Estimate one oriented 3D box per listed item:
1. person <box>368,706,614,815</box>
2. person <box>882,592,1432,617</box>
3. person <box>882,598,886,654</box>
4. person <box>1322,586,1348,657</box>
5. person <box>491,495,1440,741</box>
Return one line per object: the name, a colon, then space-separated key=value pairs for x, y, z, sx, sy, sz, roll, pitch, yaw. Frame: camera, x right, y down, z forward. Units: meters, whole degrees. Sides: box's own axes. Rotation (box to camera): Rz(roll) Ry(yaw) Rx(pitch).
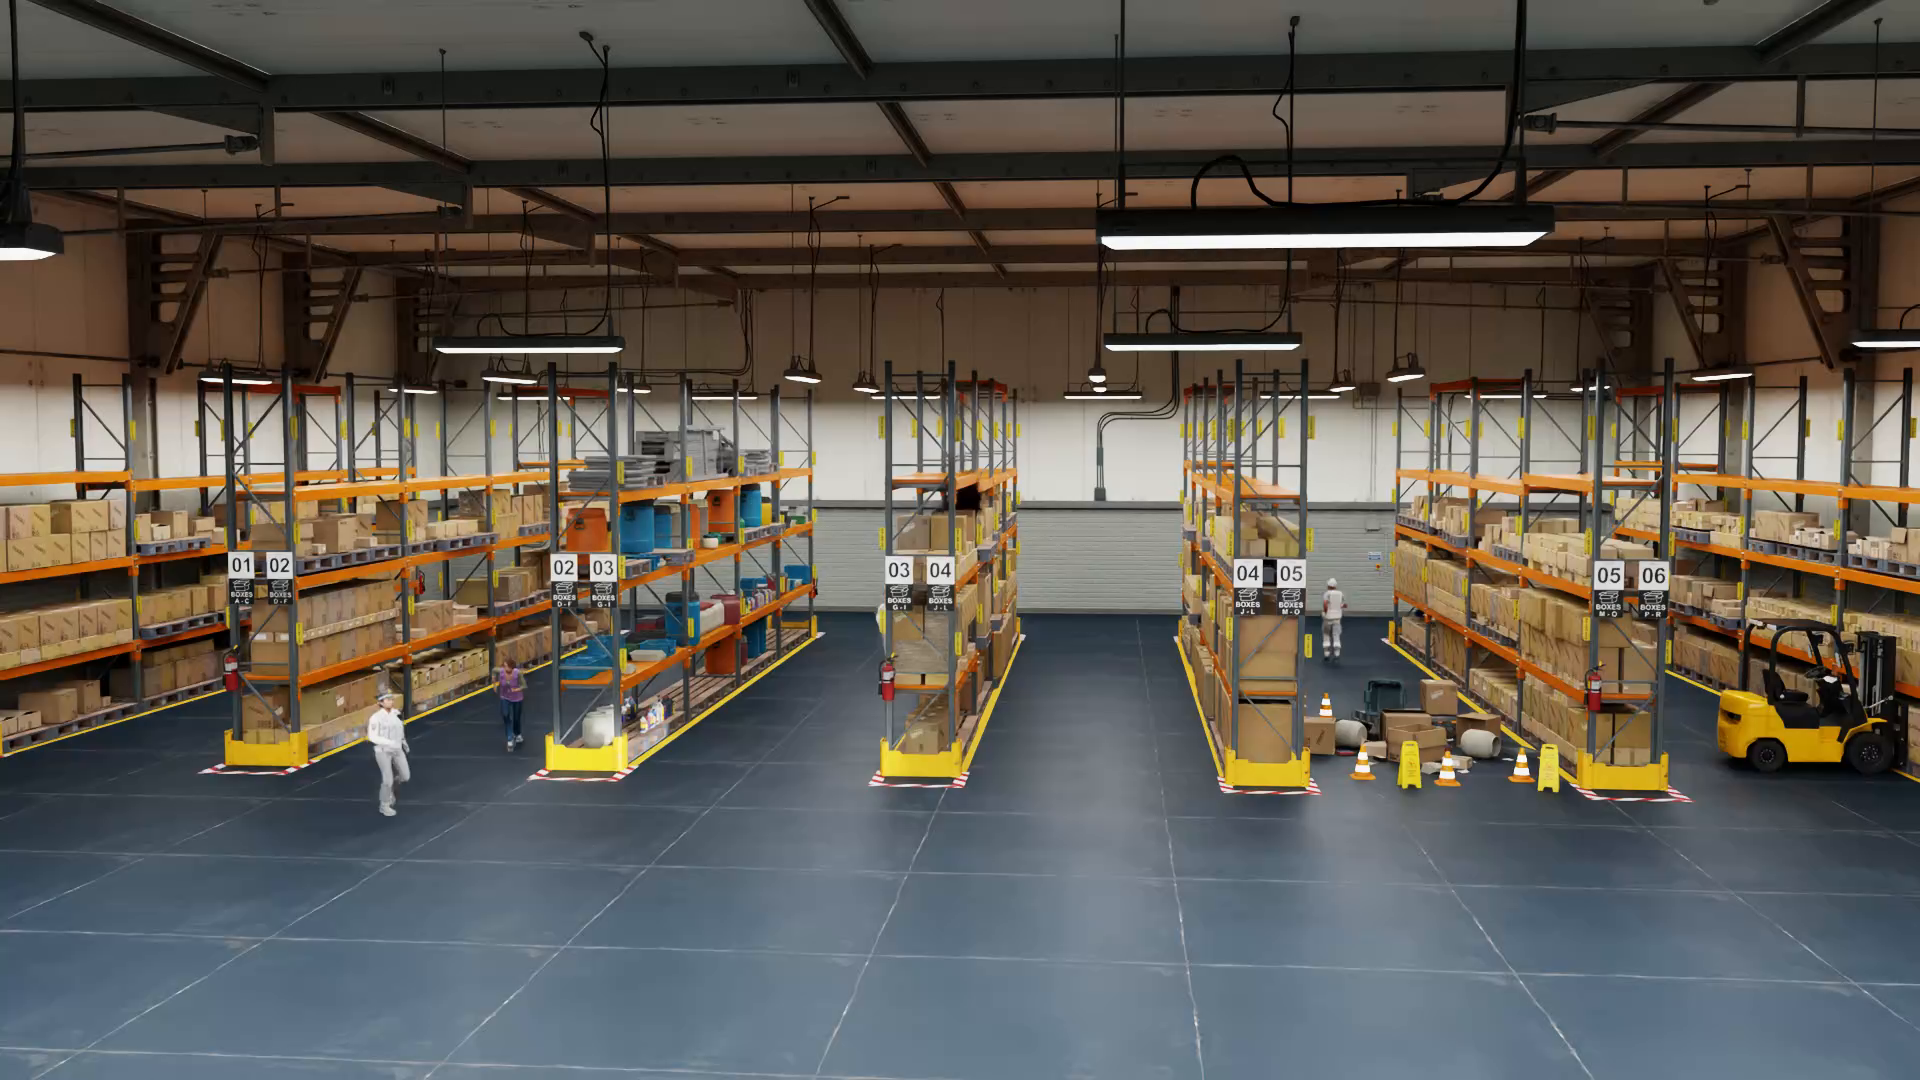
person: x=-6.495 y=2.743 z=23.721 sx=1.296 sy=1.407 sz=5.042 roll=3 pitch=5 yaw=36
person: x=4.949 y=1.729 z=37.563 sx=6.900 sy=1.651 sz=12.696 roll=3 pitch=5 yaw=40
person: x=-1.454 y=1.919 z=35.081 sx=0.355 sy=1.631 sz=0.756 roll=1 pitch=4 yaw=8
person: x=8.074 y=1.705 z=35.848 sx=0.617 sy=1.642 sz=0.679 roll=0 pitch=4 yaw=-5
person: x=1.676 y=1.083 z=31.506 sx=19.130 sy=3.412 sz=9.865 roll=0 pitch=4 yaw=-6
